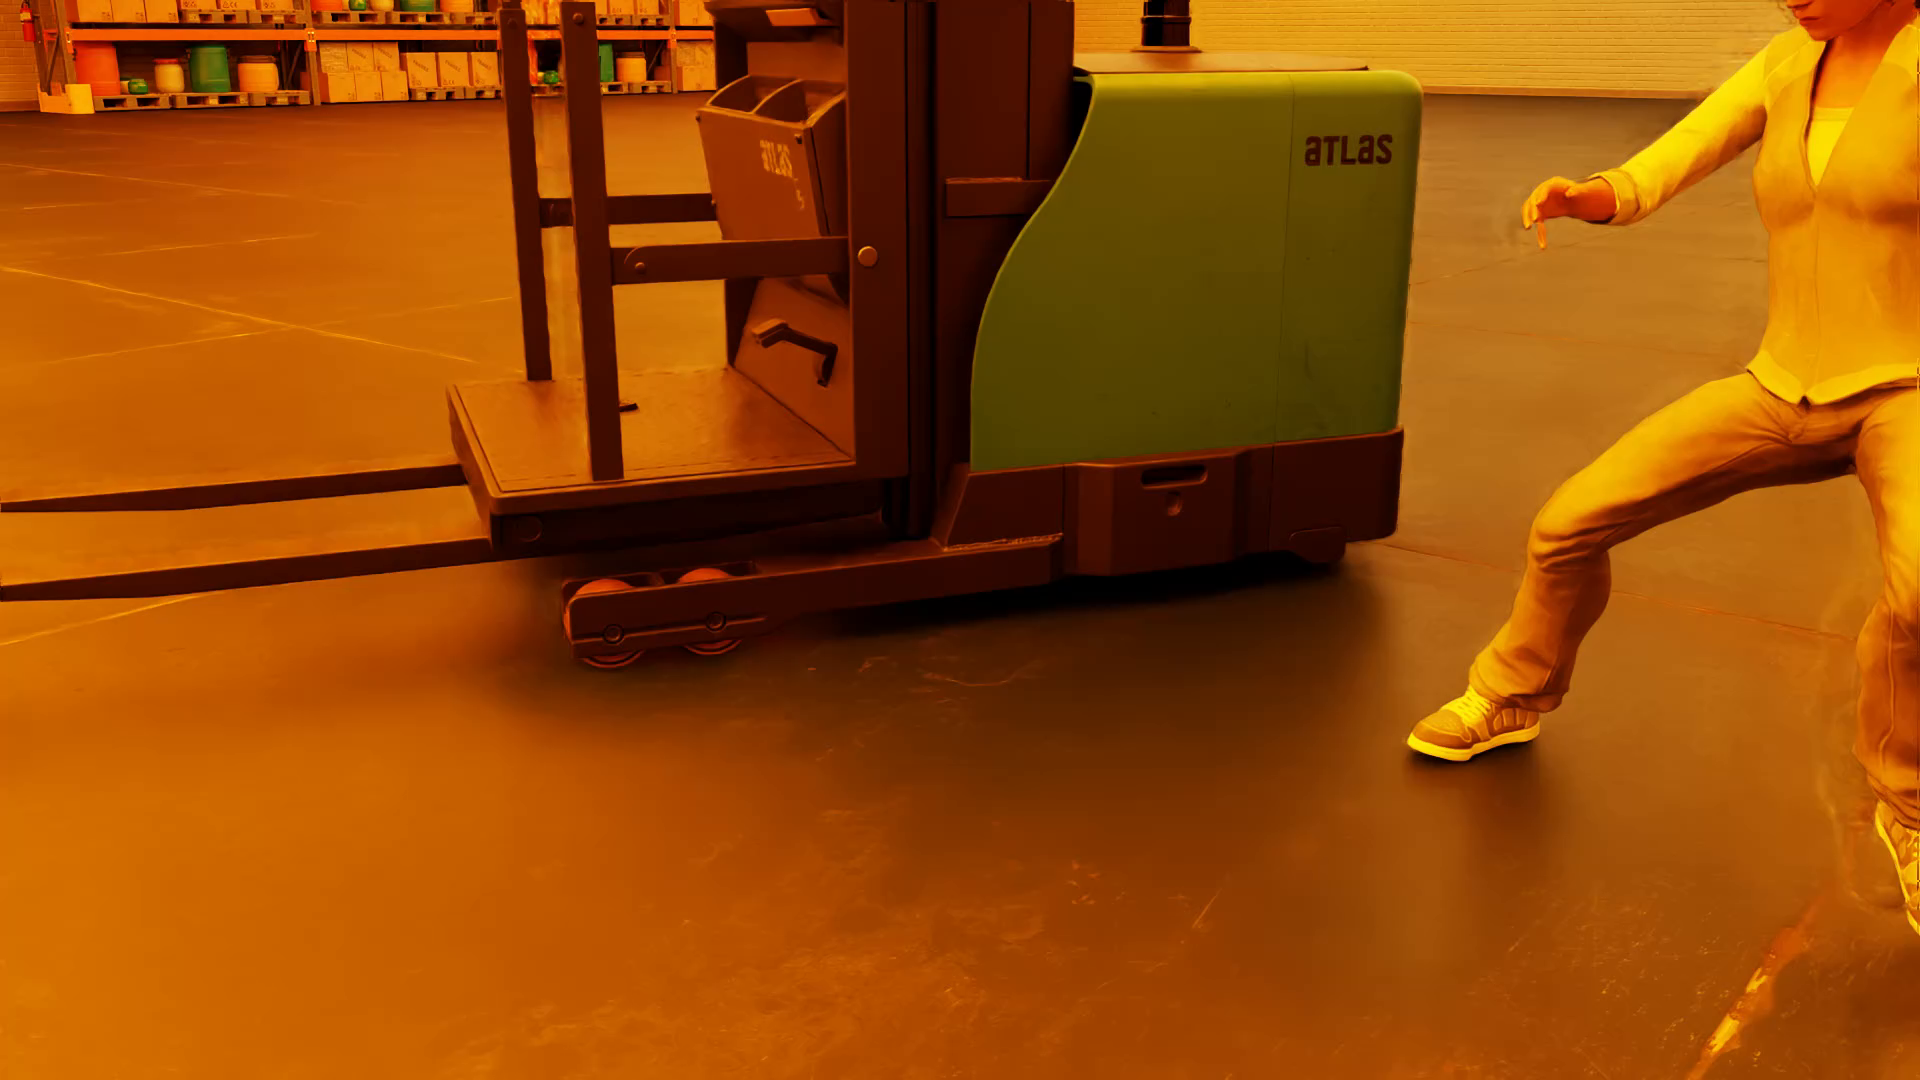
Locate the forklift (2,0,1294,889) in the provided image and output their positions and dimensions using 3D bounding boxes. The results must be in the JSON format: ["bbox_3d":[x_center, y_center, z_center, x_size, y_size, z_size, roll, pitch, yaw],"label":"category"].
[{"bbox_3d":[-0.275,-1.234,2.960,1.130,2.935,3.031,8,19,26],"label":"forklift"}]
